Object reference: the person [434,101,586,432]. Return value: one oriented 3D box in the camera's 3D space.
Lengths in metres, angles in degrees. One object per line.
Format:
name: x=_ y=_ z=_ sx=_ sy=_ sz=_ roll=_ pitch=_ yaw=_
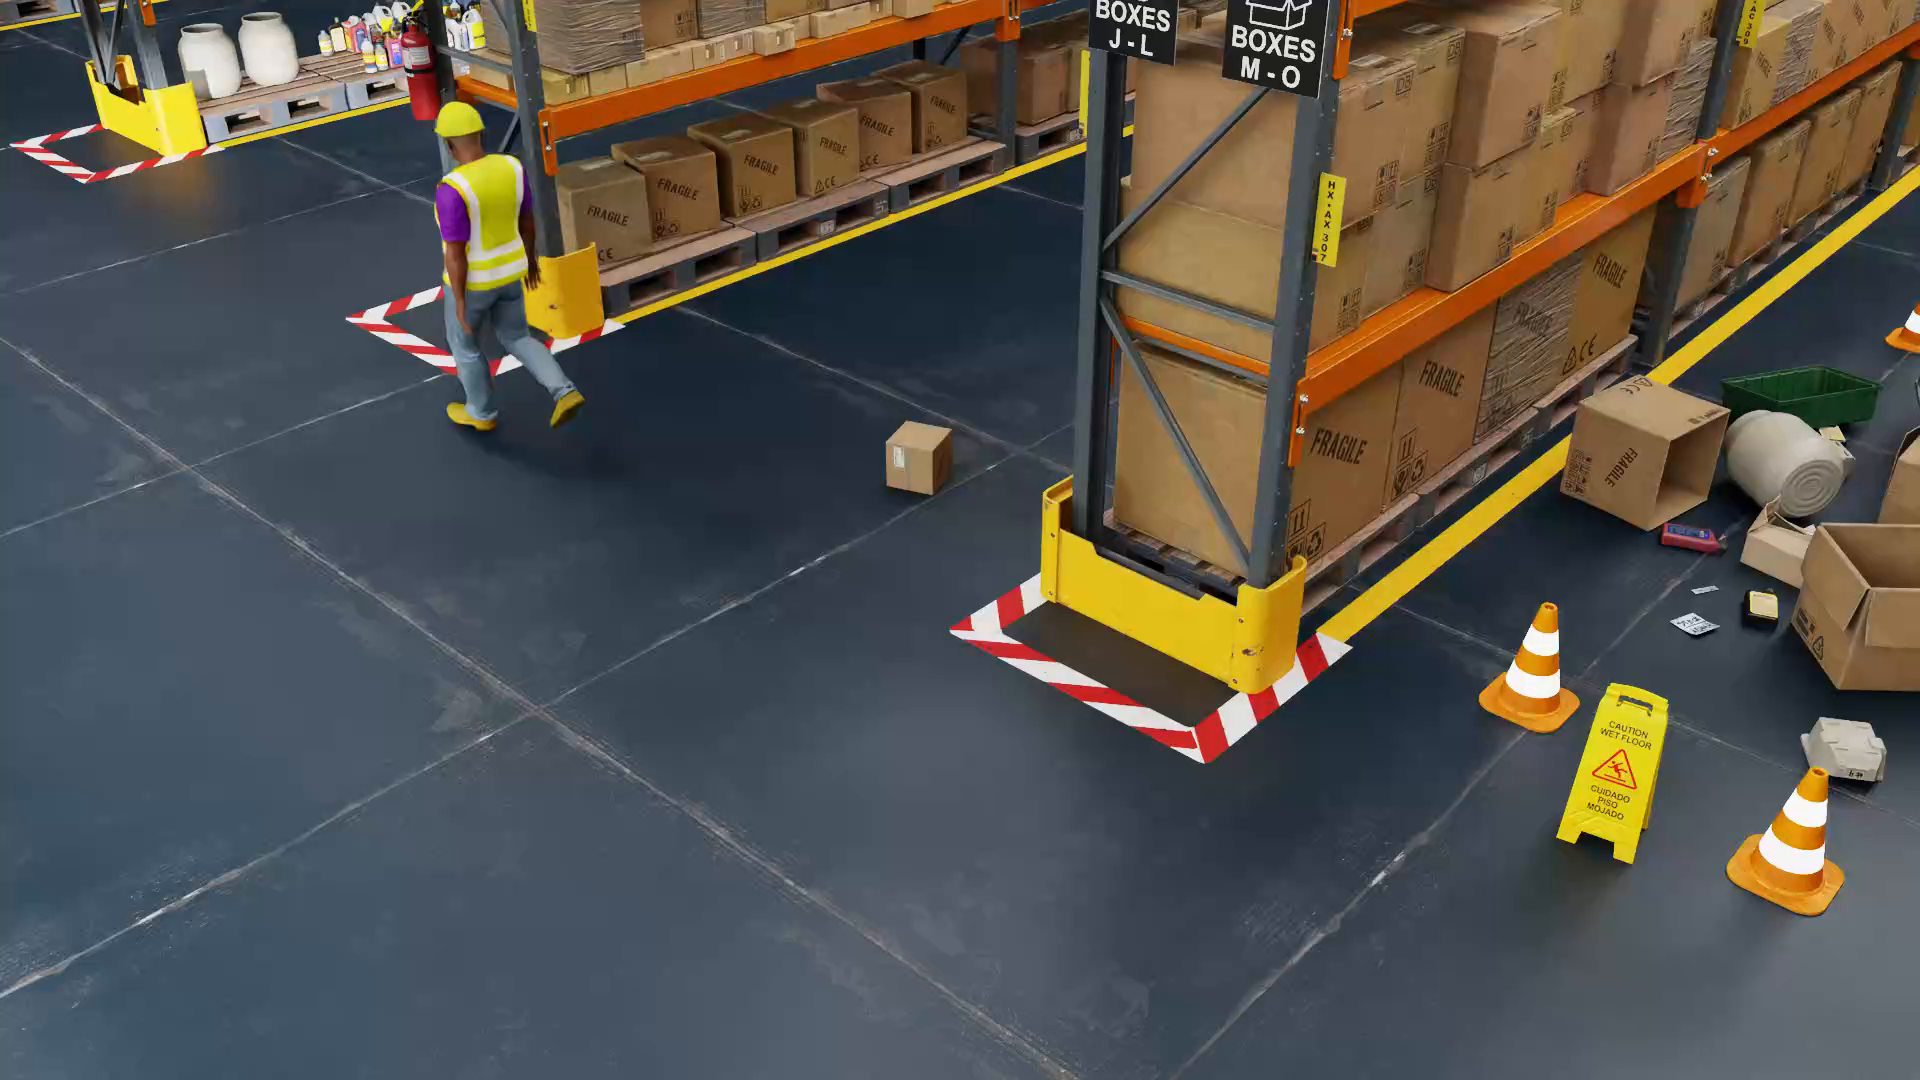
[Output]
person: x=-2.298 y=-1.317 z=8.277 sx=0.860 sy=1.740 sz=0.613 roll=20 pitch=36 yaw=29
